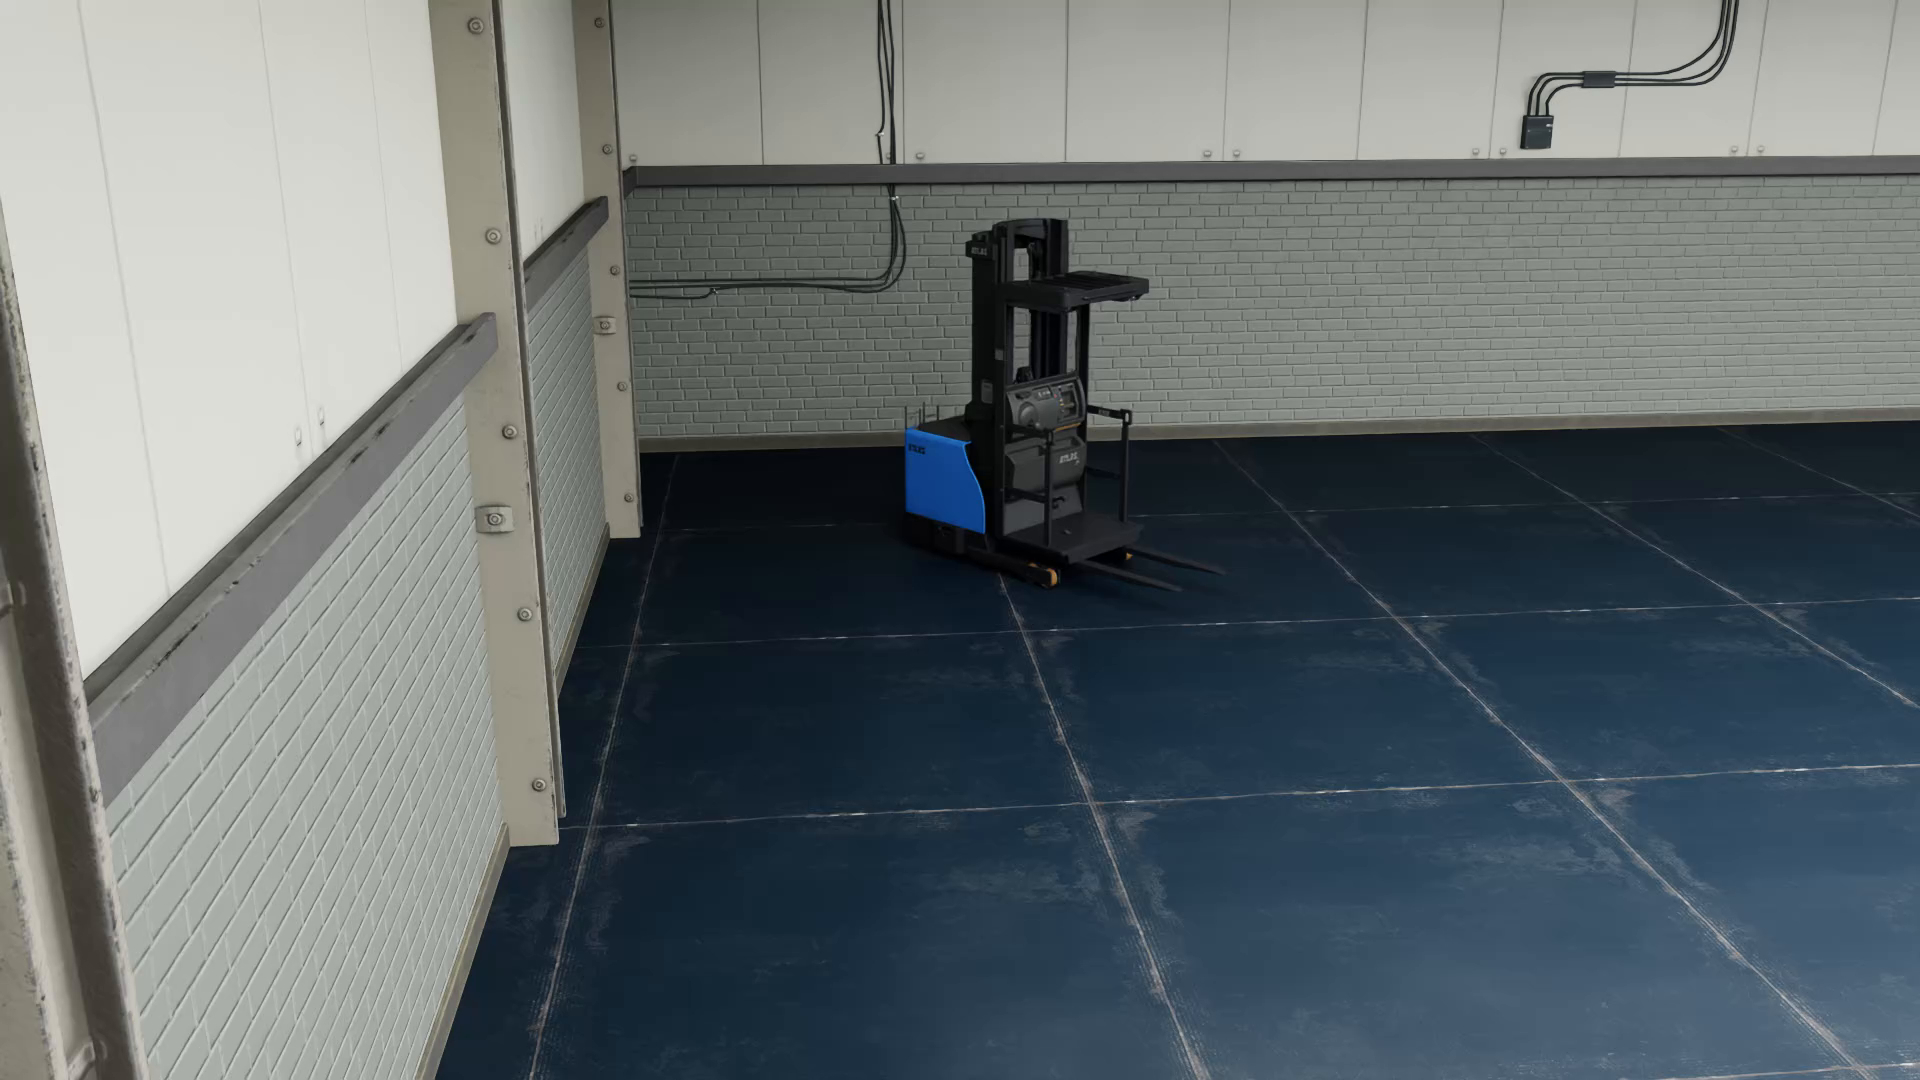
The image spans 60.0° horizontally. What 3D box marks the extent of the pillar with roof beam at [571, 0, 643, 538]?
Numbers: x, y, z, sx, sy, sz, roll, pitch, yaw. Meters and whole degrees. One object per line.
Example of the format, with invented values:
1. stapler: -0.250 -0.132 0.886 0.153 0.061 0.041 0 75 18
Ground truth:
1. pillar with roof beam: 1.158 -4.506 14.579 9.100 9.000 0.400 -2 18 -6

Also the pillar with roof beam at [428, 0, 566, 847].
1. pillar with roof beam: 1.777 -2.718 8.885 9.100 9.000 0.400 -2 18 -6

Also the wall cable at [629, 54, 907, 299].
1. wall cable: -2.112 -3.810 17.546 3.097 2.526 0.112 -2 18 -6

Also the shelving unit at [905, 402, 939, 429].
1. shelving unit: -0.347 -0.656 15.337 0.189 1.200 0.258 16 24 42

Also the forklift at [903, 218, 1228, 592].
1. forklift: 0.890 -1.169 14.080 3.031 2.935 1.130 16 24 42

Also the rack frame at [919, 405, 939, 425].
1. rack frame: -0.282 -0.637 15.276 0.006 1.200 0.240 16 24 42

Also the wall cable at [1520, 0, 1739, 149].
1. wall cable: 7.332 -7.203 17.491 2.305 6.003 0.169 -2 18 -6

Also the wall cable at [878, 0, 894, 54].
1. wall cable: 0.579 -6.303 17.056 3.097 2.526 0.112 -2 18 -6

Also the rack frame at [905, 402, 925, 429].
1. rack frame: -0.412 -0.675 15.398 0.006 1.200 0.240 16 24 42
